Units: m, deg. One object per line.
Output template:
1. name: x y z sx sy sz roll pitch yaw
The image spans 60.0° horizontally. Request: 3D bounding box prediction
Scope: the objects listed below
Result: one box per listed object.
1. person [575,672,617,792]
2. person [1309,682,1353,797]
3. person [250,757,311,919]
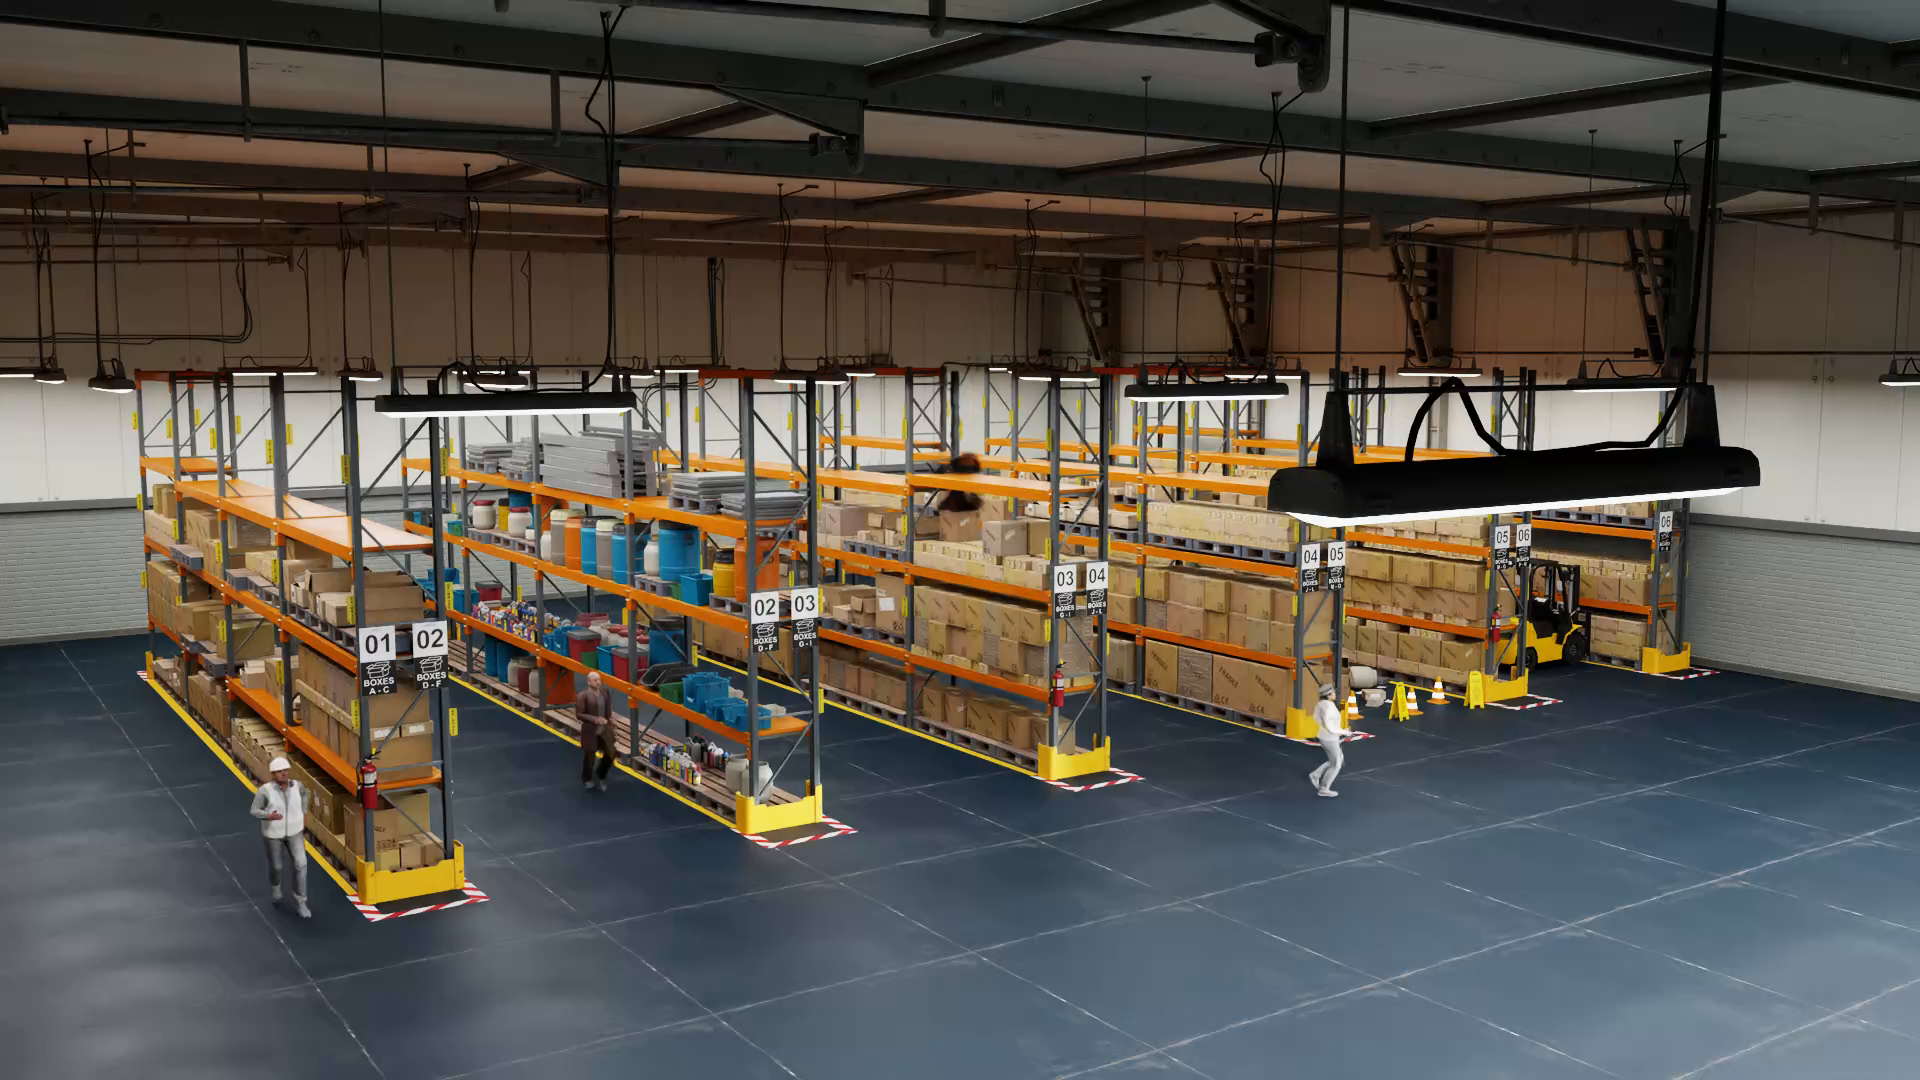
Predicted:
1. person: -5.220 2.763 23.905 0.672 1.771 0.837 -5 8 -39
2. person: 5.284 2.838 23.697 0.560 1.651 0.609 0 6 1
3. person: -7.682 3.335 18.852 0.682 1.806 0.891 -4 8 -34
